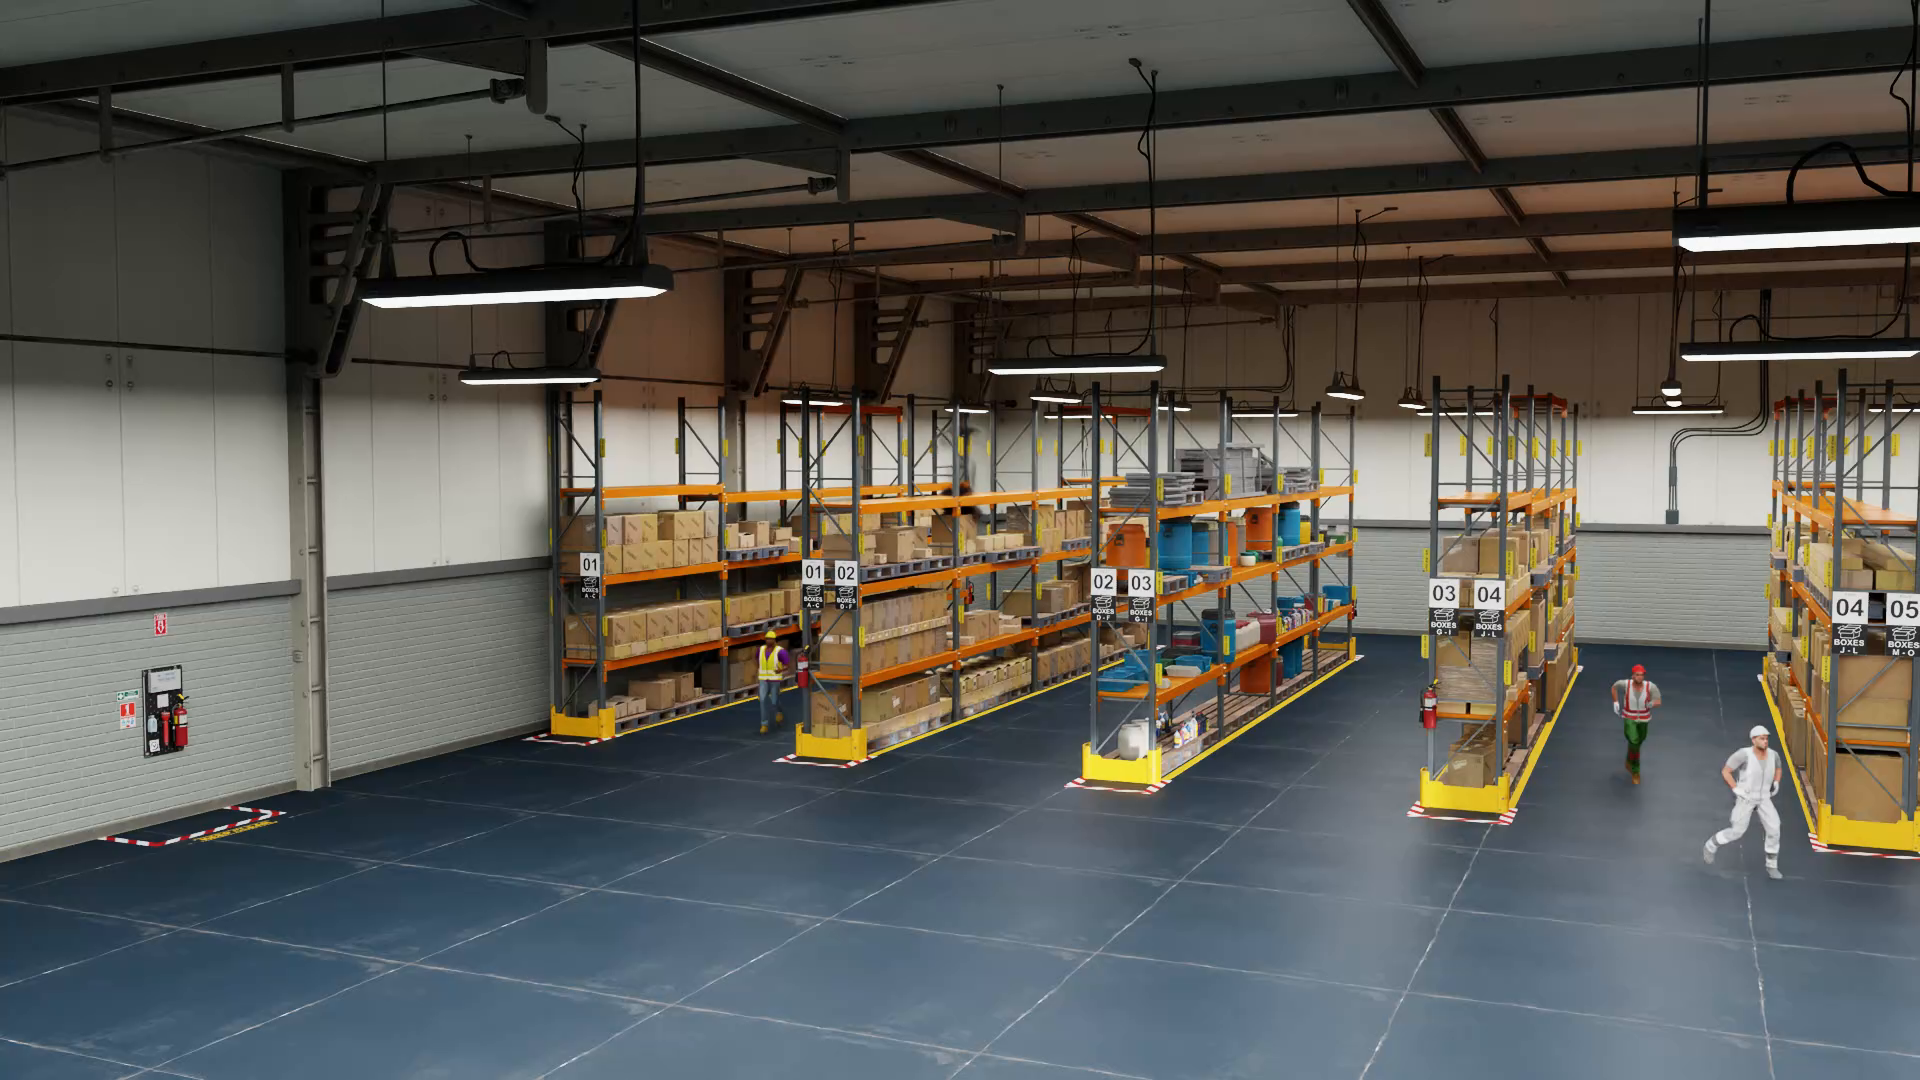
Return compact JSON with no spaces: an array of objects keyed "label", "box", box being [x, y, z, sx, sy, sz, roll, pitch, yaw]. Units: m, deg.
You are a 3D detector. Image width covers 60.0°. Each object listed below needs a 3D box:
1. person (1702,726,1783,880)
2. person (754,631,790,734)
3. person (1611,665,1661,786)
[{"label":"person","box":[9.294,3.062,19.566,0.885,1.778,0.732,-1,3,-10]},{"label":"person","box":[-3.354,2.493,29.478,0.700,1.769,0.962,1,3,10]},{"label":"person","box":[10.189,2.744,25.087,0.653,1.793,0.964,0,3,9]}]
